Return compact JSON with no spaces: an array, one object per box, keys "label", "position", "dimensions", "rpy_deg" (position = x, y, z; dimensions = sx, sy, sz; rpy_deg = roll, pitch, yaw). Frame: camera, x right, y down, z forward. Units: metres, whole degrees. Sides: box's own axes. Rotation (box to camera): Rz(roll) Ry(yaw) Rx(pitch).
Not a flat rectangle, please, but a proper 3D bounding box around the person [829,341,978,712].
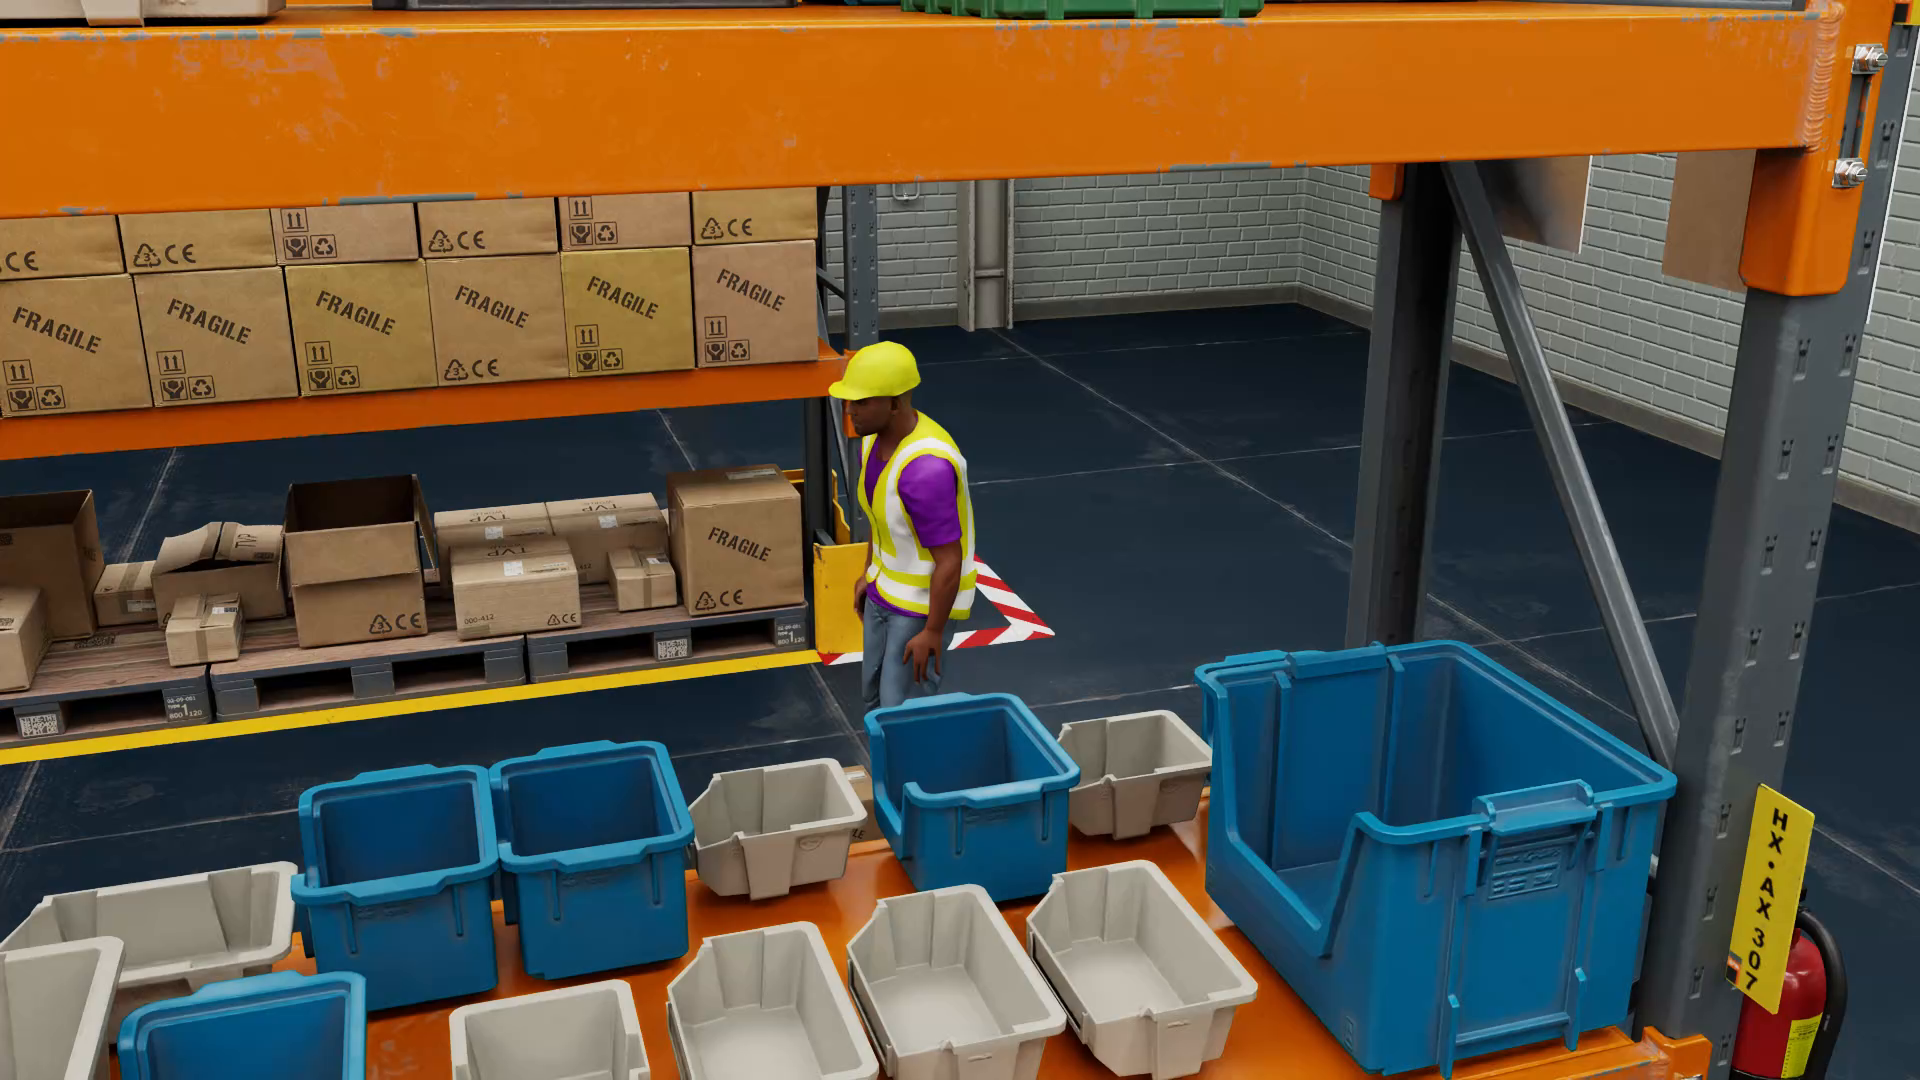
[{"label":"person","position":[-0.195,0.206,5.445],"dimensions":[0.460,1.759,0.629],"rpy_deg":[-7,20,-20]}]
